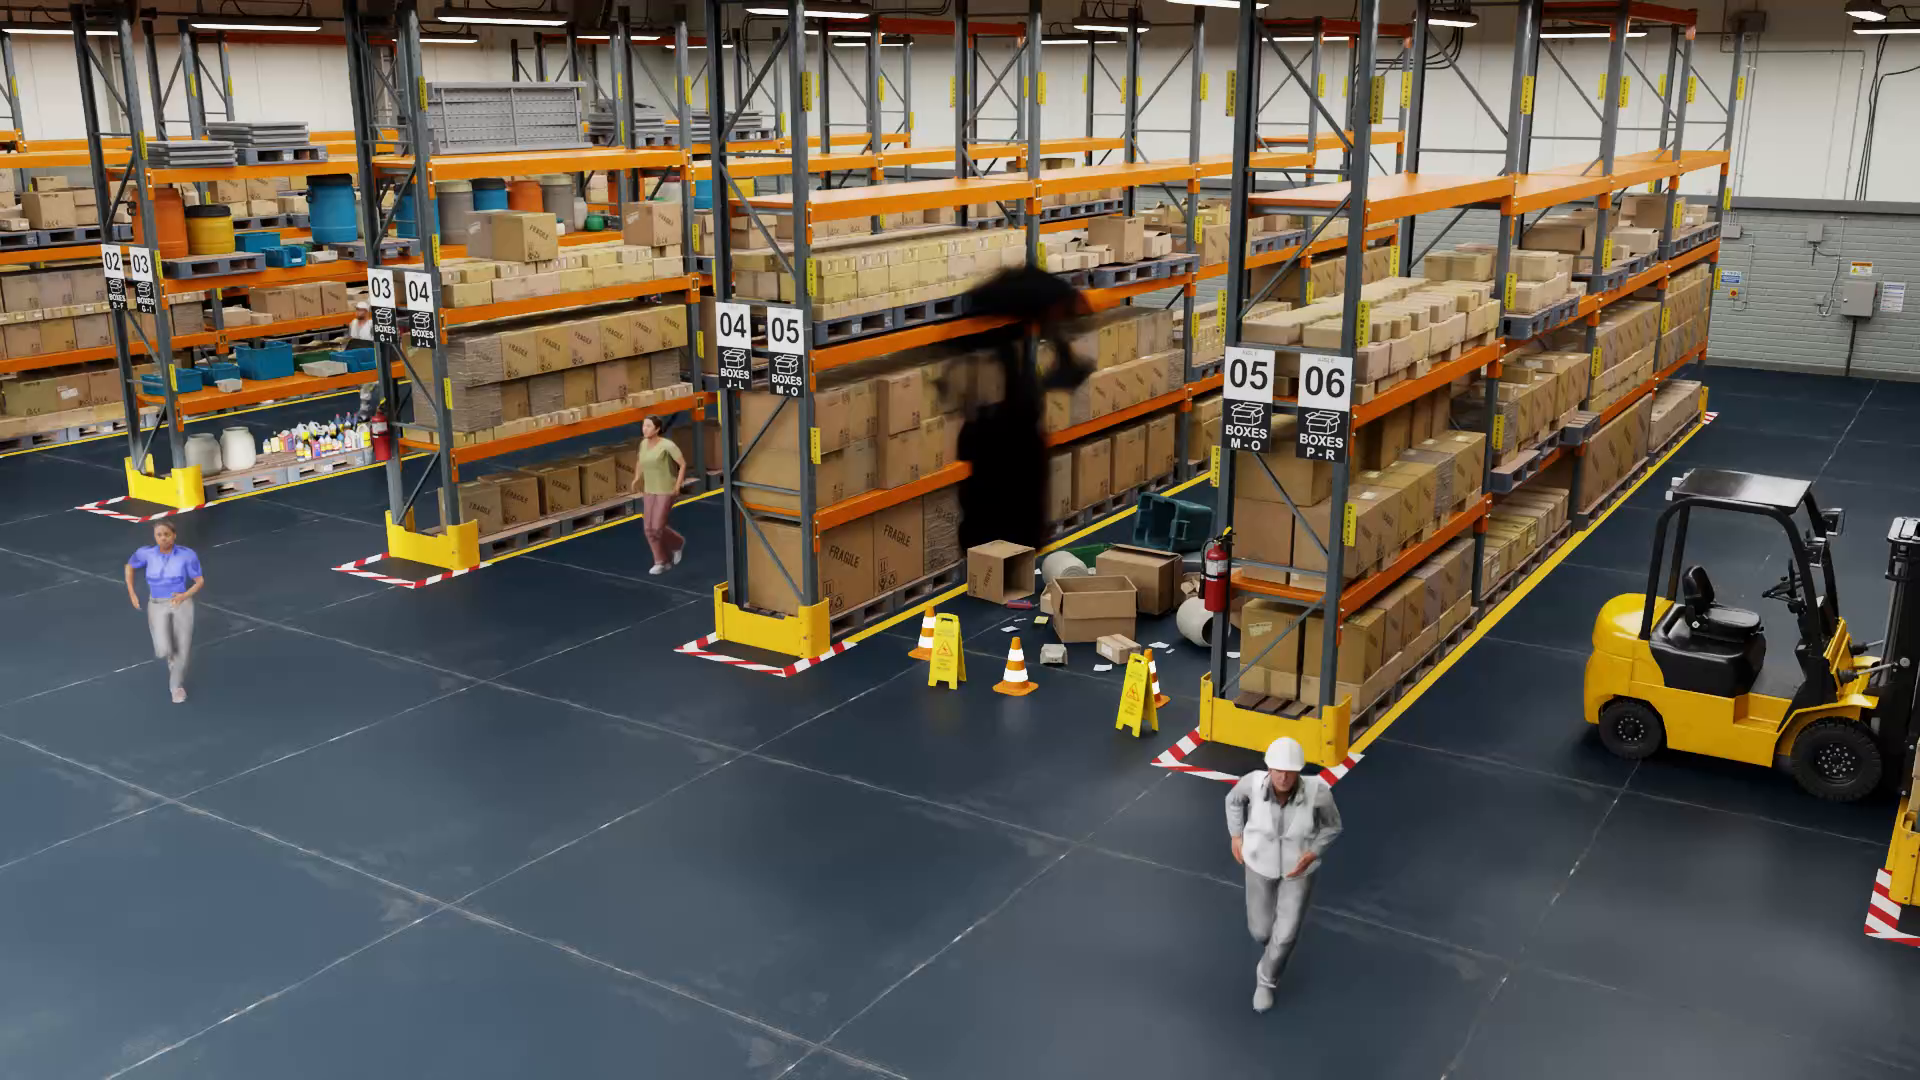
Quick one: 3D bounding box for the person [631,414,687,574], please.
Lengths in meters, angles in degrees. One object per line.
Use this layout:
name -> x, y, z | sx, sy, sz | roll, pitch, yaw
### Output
person -> -3.025, -0.477, 16.801 | 0.575, 1.641, 0.550 | 8, 18, 27

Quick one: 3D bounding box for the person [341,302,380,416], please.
person -> -9.372, -2.884, 26.315 | 0.657, 1.771, 0.863 | 5, 16, 16

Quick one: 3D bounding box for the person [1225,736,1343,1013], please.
person -> 1.829, 1.845, 9.493 | 0.653, 1.711, 0.803 | 3, 16, 10

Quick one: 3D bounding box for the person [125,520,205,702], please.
person -> -6.705, 0.613, 14.078 | 0.617, 1.605, 0.627 | -6, 16, -19
